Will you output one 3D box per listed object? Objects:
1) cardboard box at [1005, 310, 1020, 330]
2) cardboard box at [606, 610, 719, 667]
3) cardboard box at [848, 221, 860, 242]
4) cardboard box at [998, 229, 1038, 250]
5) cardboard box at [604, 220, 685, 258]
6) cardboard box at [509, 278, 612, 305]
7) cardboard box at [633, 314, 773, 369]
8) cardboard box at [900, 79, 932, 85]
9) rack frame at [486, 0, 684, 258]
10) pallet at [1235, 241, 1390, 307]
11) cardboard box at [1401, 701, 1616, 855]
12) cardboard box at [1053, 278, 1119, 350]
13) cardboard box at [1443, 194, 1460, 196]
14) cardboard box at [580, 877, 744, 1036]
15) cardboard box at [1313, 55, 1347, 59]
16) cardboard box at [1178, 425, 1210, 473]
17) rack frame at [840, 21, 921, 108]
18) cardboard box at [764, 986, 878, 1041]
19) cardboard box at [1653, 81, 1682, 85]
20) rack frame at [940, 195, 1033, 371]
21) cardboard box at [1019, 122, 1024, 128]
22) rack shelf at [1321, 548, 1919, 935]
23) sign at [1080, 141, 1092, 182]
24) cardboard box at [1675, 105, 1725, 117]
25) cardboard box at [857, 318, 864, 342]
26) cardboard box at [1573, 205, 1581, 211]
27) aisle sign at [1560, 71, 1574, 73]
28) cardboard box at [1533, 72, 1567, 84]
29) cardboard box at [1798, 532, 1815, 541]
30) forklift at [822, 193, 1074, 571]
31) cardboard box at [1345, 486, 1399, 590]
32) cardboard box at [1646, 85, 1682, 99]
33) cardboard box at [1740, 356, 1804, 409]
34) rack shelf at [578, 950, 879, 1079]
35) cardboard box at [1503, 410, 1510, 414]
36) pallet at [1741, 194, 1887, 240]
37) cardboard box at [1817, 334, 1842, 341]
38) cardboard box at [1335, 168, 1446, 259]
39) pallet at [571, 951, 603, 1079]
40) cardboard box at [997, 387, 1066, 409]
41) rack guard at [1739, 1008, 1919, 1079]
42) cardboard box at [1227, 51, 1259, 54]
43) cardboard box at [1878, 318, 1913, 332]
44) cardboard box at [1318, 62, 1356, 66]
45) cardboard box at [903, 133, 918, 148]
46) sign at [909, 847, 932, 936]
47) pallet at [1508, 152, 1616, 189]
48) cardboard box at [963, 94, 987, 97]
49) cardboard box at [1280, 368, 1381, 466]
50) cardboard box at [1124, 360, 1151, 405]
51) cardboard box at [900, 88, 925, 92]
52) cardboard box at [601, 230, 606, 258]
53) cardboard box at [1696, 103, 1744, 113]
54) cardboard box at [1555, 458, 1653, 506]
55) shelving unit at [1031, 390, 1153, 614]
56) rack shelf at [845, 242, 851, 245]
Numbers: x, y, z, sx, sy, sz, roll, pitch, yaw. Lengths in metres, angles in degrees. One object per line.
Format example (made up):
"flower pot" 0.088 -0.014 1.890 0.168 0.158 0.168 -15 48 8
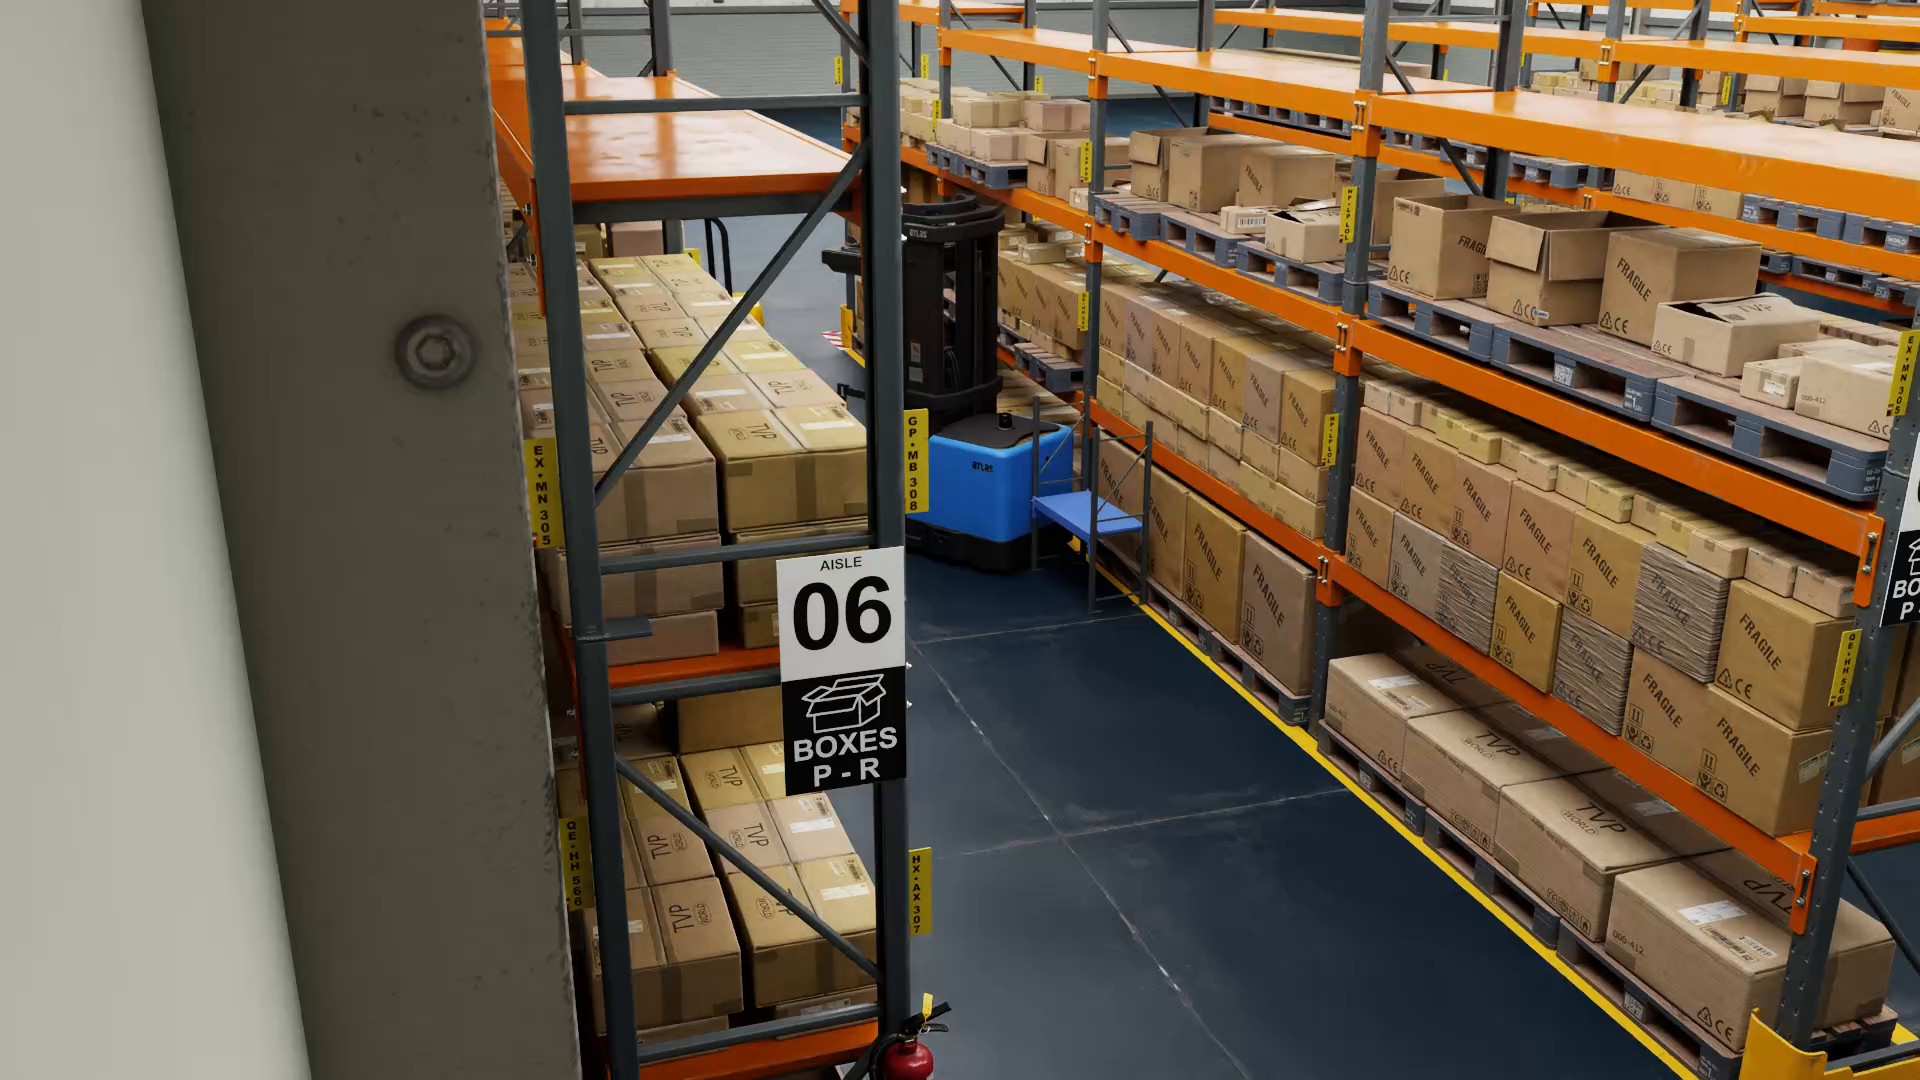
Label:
"cardboard box" 0.649 -2.101 15.718 0.380 0.149 0.250 -7 21 -19
"cardboard box" -0.979 0.272 5.296 0.380 0.149 0.250 -6 21 -16
"cardboard box" -1.091 -4.025 20.737 0.500 0.500 0.500 -7 21 -18
"cardboard box" 0.531 -2.900 16.023 0.380 0.149 0.250 -5 20 -14
"cardboard box" -1.680 -1.647 8.816 0.396 0.266 0.258 -7 21 -18
"cardboard box" -1.853 -1.003 7.515 0.500 0.250 0.500 -7 21 -19
"cardboard box" -1.043 -0.729 6.754 0.500 0.250 0.500 -6 21 -16
"cardboard box" -0.546 -5.524 20.254 0.380 0.149 0.250 -6 21 -16
"rack frame" -1.916 -2.463 8.103 1.000 3.000 0.127 -6 21 -17
"pallet" 2.460 -1.779 10.918 0.805 0.209 1.217 -7 21 -19
"cardboard box" 3.172 1.340 9.558 0.875 0.438 0.875 -7 21 -19
"cardboard box" 1.131 -1.953 14.348 0.500 0.500 0.500 -7 21 -19
"cardboard box" 5.273 -3.488 18.204 0.700 0.500 0.500 -7 21 -18
"cardboard box" -1.056 1.455 5.851 0.500 0.250 0.500 -6 21 -16
"cardboard box" 4.598 -5.930 20.614 0.380 0.149 0.250 -6 21 -17
"cardboard box" 1.948 -0.708 12.312 0.500 0.250 0.500 -6 21 -17
"rack frame" -0.977 -6.843 20.296 1.000 3.000 0.127 -6 21 -17
"cardboard box" -0.502 1.627 5.960 0.380 0.149 0.250 -7 21 -18
"cardboard box" 9.319 -5.948 21.874 0.380 0.149 0.250 -6 21 -16
"rack frame" 0.280 -2.736 17.736 1.000 3.000 0.127 -6 21 -17
"cardboard box" 0.756 -3.940 16.251 0.500 0.250 0.500 -6 21 -17
"rack shelf" 3.423 0.812 8.923 1.077 0.370 4.000 -6 21 -17
"sign" 1.022 -3.050 13.409 0.100 0.325 0.005 -6 21 -17
"cardboard box" 6.579 -3.727 14.779 0.396 0.266 0.258 -6 21 -17
"cardboard box" -0.986 -2.635 20.901 0.500 0.250 0.500 -7 21 -18
"cardboard box" 8.965 -4.767 22.804 0.875 0.500 0.500 -6 21 -17
"aisle sign" 8.696 -6.348 23.946 0.394 0.787 0.004 -6 21 -17
"cardboard box" 8.298 -6.488 23.378 0.380 0.149 0.250 -7 21 -18
"cardboard box" 4.080 -0.023 7.597 0.380 0.149 0.250 -6 21 -16
"forklift" -0.484 -1.513 14.434 3.031 2.935 1.130 15 25 37
"cardboard box" 2.694 -0.037 10.075 0.500 0.500 0.500 -6 21 -15
"cardboard box" 9.031 -5.734 21.279 0.380 0.149 0.250 -6 20 -15
"cardboard box" 3.617 -0.684 7.189 0.380 0.149 0.250 -8 21 -21
"rack shelf" -1.288 1.340 7.452 1.077 0.370 4.000 -6 21 -17
"cardboard box" 3.243 -0.749 9.619 0.380 0.149 0.250 -6 21 -17
"pallet" 7.040 -2.592 13.176 1.213 0.211 1.003 -6 21 -17
"cardboard box" 6.829 -1.527 13.241 0.380 0.149 0.250 -7 21 -19
"cardboard box" 2.793 -2.139 10.867 0.500 0.500 0.500 -7 21 -18
"pallet" -1.314 2.285 7.882 1.003 0.211 1.213 -6 21 -17
"cardboard box" 0.677 -1.298 17.000 0.950 0.372 0.625 -5 20 -14
"rack guard" 4.059 2.299 7.416 1.175 0.500 0.348 -6 21 -17
"cardboard box" 3.652 -6.188 21.332 0.380 0.149 0.250 -7 21 -18
"cardboard box" 10.530 -2.270 18.376 0.500 0.250 0.500 -4 20 -11
"cardboard box" 4.372 -5.453 19.286 0.380 0.149 0.250 -6 21 -17
"cardboard box" -0.418 -4.430 18.387 0.380 0.149 0.250 -6 21 -16
"sign" -0.144 1.179 5.557 0.100 0.325 0.005 -6 21 -17
"pallet" 5.952 -3.534 15.801 1.213 0.211 1.003 -5 20 -15
"cardboard box" 0.250 -4.793 18.219 0.380 0.149 0.250 -7 21 -18
"cardboard box" 2.416 -0.803 10.727 0.500 0.500 0.500 -6 21 -15
"cardboard box" 1.624 -1.262 13.115 0.500 0.250 0.500 -6 21 -16
"cardboard box" -0.610 -5.061 18.964 0.380 0.149 0.250 -6 21 -16
"cardboard box" -1.891 -1.704 9.589 0.380 0.149 0.250 -7 21 -18
"cardboard box" 9.297 -5.248 20.516 0.500 0.250 0.500 -6 21 -15
"cardboard box" 3.231 -0.292 8.344 0.380 0.149 0.250 -6 21 -15
"shelving unit" 1.028 -0.323 13.237 0.538 1.500 1.048 -8 21 -22
"rack shelf" -0.348 -3.039 19.644 1.077 0.370 4.000 -6 21 -17
